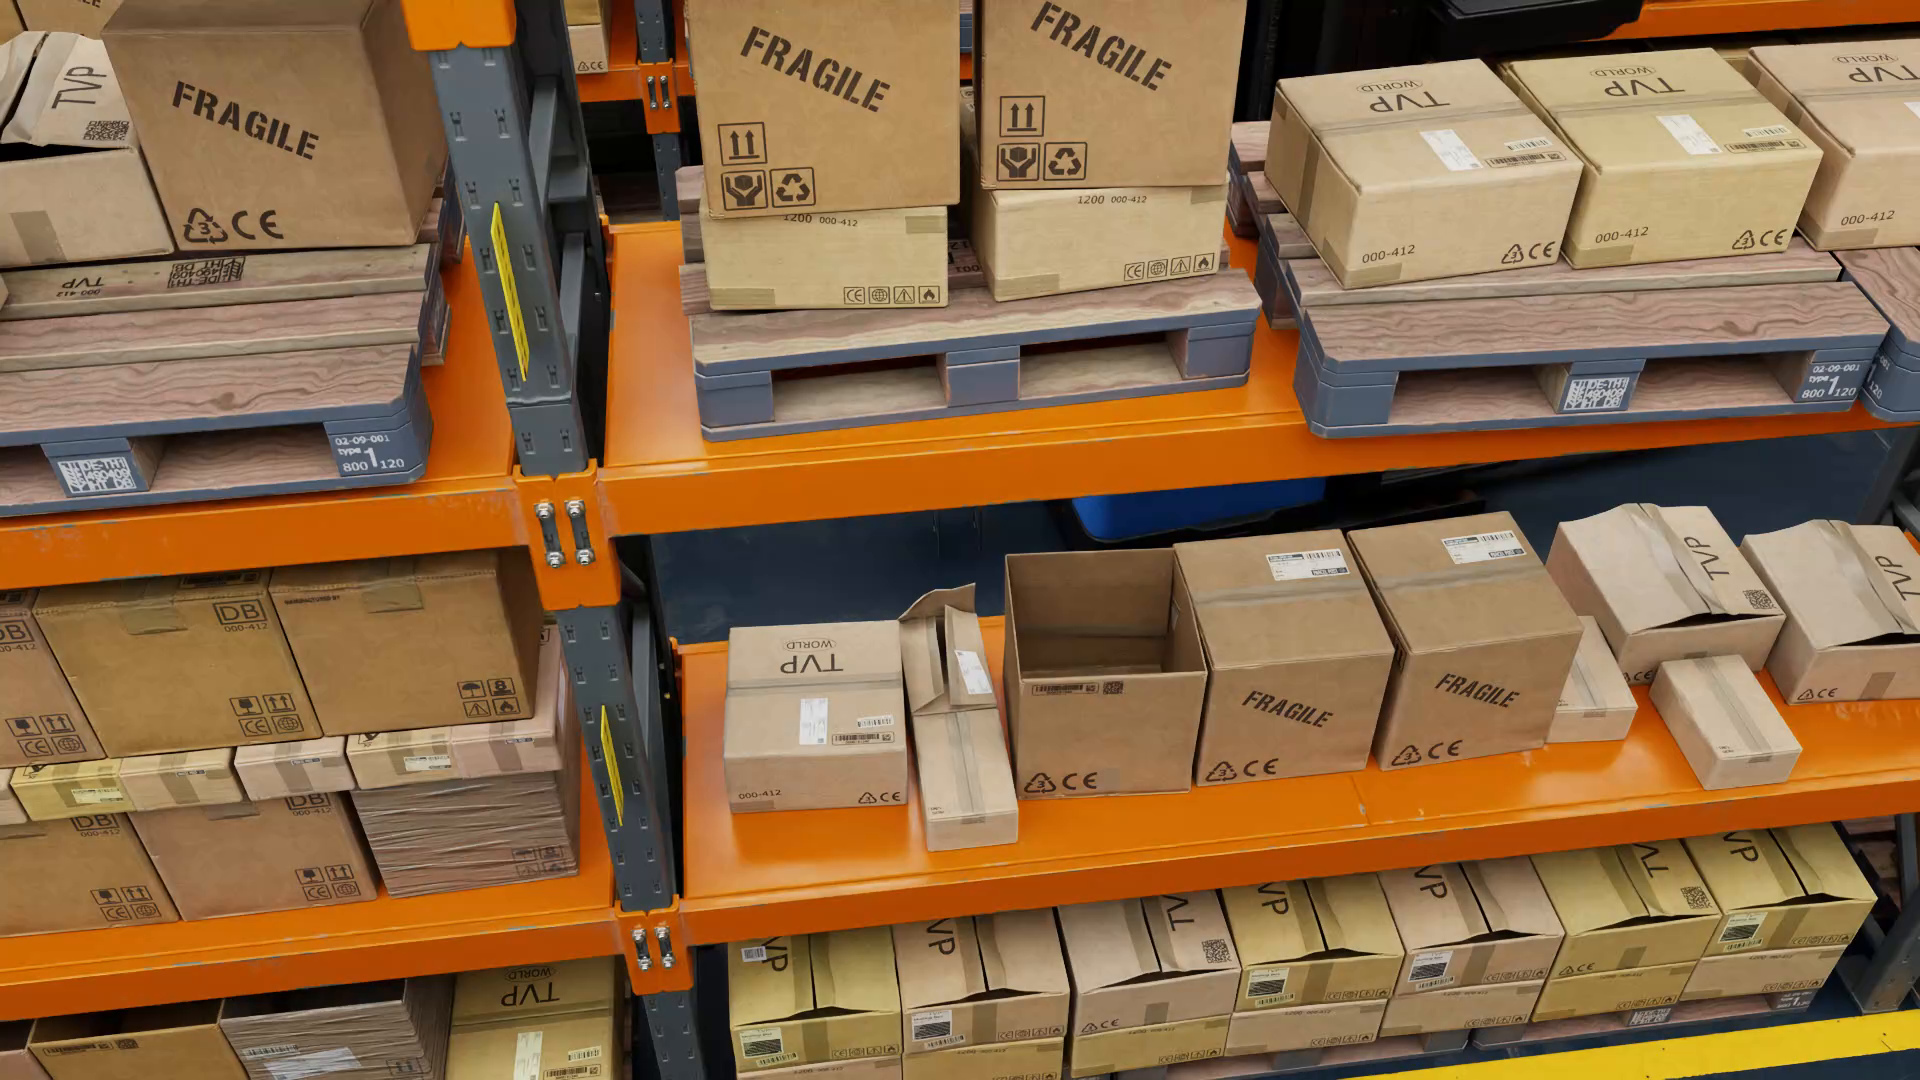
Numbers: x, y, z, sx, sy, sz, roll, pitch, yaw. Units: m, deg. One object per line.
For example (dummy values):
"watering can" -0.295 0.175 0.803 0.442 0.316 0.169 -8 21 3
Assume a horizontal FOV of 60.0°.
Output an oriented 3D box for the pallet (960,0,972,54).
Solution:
"pallet" 0.469 -2.849 8.527 1.213 0.211 1.003 -5 42 -6

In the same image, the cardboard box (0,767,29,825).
"cardboard box" -2.395 0.515 4.096 0.250 0.149 0.380 -4 42 -4

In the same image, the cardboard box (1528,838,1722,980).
"cardboard box" 2.070 1.086 5.343 0.500 0.311 0.500 -6 42 -6

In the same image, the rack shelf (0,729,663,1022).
"rack shelf" -2.877 0.958 4.700 4.000 0.370 1.077 -5 42 -6

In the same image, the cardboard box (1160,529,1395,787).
"cardboard box" 0.889 0.335 4.779 0.500 0.500 0.500 -5 42 -5

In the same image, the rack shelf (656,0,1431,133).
"rack shelf" 0.443 -2.679 8.732 4.000 0.370 1.077 -5 42 -6

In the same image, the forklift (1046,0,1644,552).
"forklift" 1.865 -1.447 6.881 3.031 2.935 1.130 -11 43 -12

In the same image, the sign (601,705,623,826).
"sign" -0.821 0.535 3.927 0.005 0.325 0.100 -5 42 -6

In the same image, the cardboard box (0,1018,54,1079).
"cardboard box" -2.812 1.424 4.826 0.500 0.500 0.500 -5 42 -6

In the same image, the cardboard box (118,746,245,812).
"cardboard box" -1.901 0.474 4.142 0.250 0.149 0.380 -5 42 -6

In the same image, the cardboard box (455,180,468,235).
"cardboard box" -2.564 -1.890 8.859 0.500 0.500 0.500 -8 43 -9

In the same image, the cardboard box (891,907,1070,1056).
"cardboard box" 0.045 1.264 5.145 0.500 0.311 0.500 -5 42 -6

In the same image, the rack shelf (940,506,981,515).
"rack shelf" -0.014 -0.233 7.252 0.180 0.103 0.258 -5 42 -6

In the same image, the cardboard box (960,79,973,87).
"cardboard box" 0.139 -2.449 8.918 0.500 0.250 0.500 -6 42 -7

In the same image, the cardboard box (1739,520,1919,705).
"cardboard box" 2.706 0.206 5.064 0.500 0.311 0.500 -3 42 -3

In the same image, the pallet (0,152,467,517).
"pallet" -1.736 -0.472 3.576 1.213 0.211 1.003 -5 42 -6

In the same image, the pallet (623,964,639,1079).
"pallet" -1.688 1.594 5.540 1.213 0.211 1.003 -5 42 -6

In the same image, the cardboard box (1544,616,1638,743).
"cardboard box" 1.815 0.412 4.957 0.250 0.149 0.380 -2 42 -2

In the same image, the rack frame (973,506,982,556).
"rack frame" 0.076 -0.452 7.071 0.006 1.200 0.240 -5 42 -6

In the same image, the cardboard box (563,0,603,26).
"cardboard box" -1.969 -2.756 7.818 0.500 0.500 0.500 -5 42 -6

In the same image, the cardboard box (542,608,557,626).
"cardboard box" -1.186 0.134 4.518 0.250 0.149 0.380 -5 42 -6

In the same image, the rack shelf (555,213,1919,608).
"rack shelf" 1.089 -0.503 4.081 4.000 0.370 1.077 -5 42 -6

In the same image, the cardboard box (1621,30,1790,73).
"cardboard box" 4.042 -2.526 9.317 0.750 0.750 0.750 -5 42 -6

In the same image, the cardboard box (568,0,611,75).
"cardboard box" -1.970 -2.481 8.074 0.500 0.250 0.500 -5 42 -5

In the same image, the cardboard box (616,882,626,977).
"cardboard box" -1.393 1.222 5.611 0.500 0.250 0.500 -5 42 -6

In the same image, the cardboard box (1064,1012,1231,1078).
"cardboard box" 0.558 1.422 5.389 0.500 0.250 0.500 -6 42 -7

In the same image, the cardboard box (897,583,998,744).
"cardboard box" -0.046 0.369 4.917 0.258 0.266 0.396 -6 42 -7

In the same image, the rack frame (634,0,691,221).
"rack frame" -1.540 -2.772 8.299 0.127 3.000 1.000 -5 42 -6

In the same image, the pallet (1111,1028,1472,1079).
"pallet" 1.044 1.355 5.805 1.213 0.211 1.003 -5 42 -6

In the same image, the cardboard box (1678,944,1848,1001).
"cardboard box" 2.582 1.243 5.587 0.500 0.250 0.500 -4 42 -5

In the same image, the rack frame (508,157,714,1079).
"rack frame" -0.894 0.518 4.652 0.127 3.000 1.000 -5 42 -6

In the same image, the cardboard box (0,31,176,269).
"cardboard box" -1.963 -0.856 3.583 0.500 0.311 0.500 -7 43 -8

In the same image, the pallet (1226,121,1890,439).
"pallet" 1.302 -0.656 3.854 1.213 0.211 1.003 -3 42 -4

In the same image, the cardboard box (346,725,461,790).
"cardboard box" -1.381 0.426 4.195 0.250 0.149 0.380 -6 42 -6

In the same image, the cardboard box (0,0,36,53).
"cardboard box" -4.503 -2.533 7.571 0.500 0.500 0.500 -5 42 -5

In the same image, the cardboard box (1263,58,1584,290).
"cardboard box" 1.010 -0.822 3.696 0.500 0.250 0.500 -8 43 -9

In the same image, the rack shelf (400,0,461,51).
"rack shelf" -2.877 -1.121 2.825 4.000 0.370 1.077 -5 42 -6

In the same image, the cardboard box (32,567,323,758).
"cardboard box" -1.834 0.086 4.087 0.500 0.500 0.700 -5 42 -6

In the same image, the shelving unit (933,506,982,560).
"shelving unit" -0.014 -0.444 7.062 0.189 1.200 0.258 -5 42 -6

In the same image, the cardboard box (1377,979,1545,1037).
"cardboard box" 1.572 1.332 5.488 0.500 0.250 0.500 -4 42 -5

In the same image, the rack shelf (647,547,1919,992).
"rack shelf" 1.089 0.611 5.085 4.000 0.370 1.077 -5 42 -6

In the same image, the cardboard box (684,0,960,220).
"cardboard box" -0.277 -1.002 3.336 0.500 0.500 0.500 -5 42 -5

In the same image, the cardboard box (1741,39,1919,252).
"cardboard box" 2.112 -0.910 3.793 0.500 0.250 0.500 -4 42 -4

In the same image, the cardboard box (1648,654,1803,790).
"cardboard box" 2.216 0.525 4.831 0.250 0.149 0.380 -5 42 -6

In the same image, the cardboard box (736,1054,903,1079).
"cardboard box" -0.462 1.512 5.288 0.500 0.250 0.500 -6 42 -7

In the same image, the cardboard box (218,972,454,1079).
"cardboard box" -1.823 1.325 4.936 0.500 0.500 0.500 -5 42 -6

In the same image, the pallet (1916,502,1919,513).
"pallet" 3.735 0.136 5.218 1.003 0.211 1.213 -5 42 -6

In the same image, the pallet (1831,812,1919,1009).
"pallet" 3.817 1.166 6.015 1.213 0.211 1.003 -5 42 -6

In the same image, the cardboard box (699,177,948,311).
"cardboard box" -0.282 -0.744 3.609 0.500 0.250 0.500 -1 42 -1

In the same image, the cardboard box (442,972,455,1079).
"cardboard box" -1.823 1.605 5.186 0.500 0.250 0.500 -5 42 -6

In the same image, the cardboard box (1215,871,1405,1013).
"cardboard box" 1.072 1.170 5.250 0.500 0.311 0.500 -4 42 -4

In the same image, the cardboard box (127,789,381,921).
"cardboard box" -1.855 0.573 4.515 0.500 0.500 0.700 -5 42 -6
